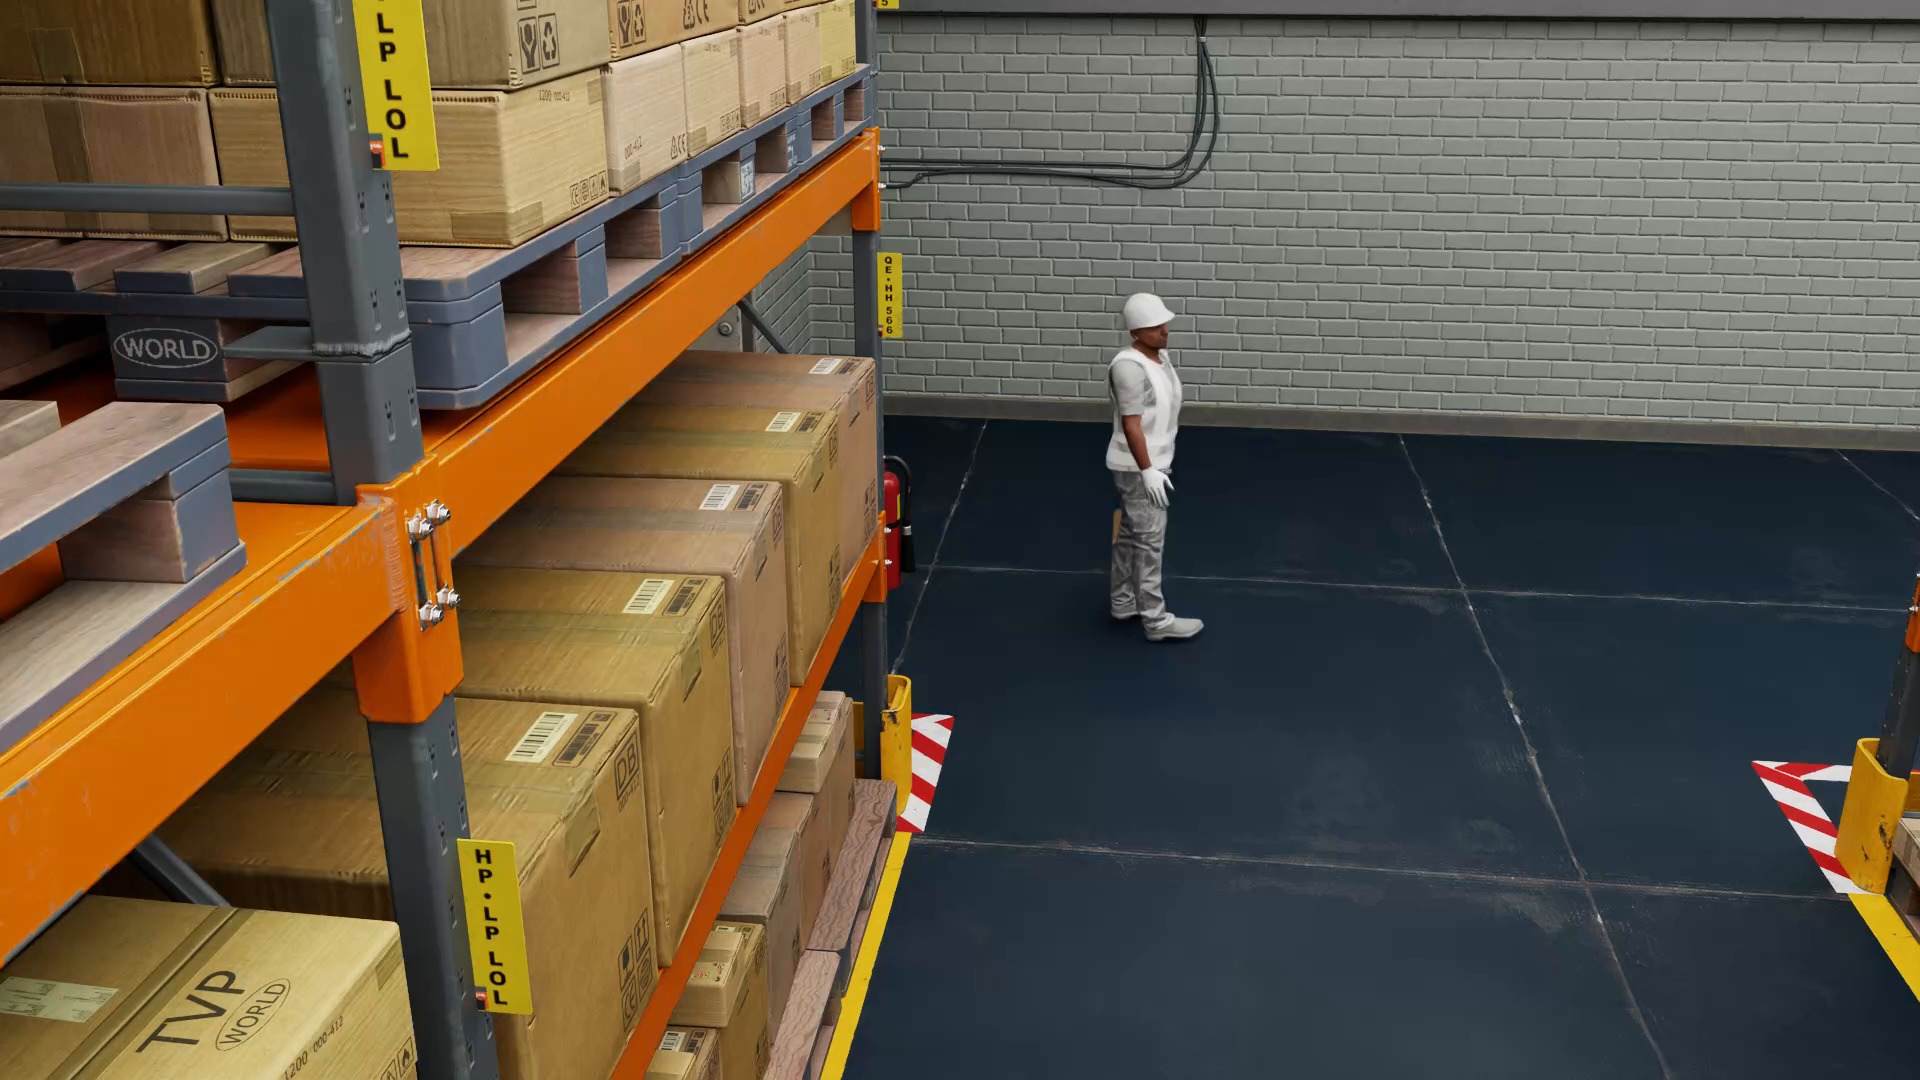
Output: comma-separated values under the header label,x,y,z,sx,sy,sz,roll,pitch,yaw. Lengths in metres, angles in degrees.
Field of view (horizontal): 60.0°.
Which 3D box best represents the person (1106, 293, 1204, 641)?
label,x,y,z,sx,sy,sz,roll,pitch,yaw
person,1.022,-0.373,8.453,0.543,1.787,0.593,6,22,15
